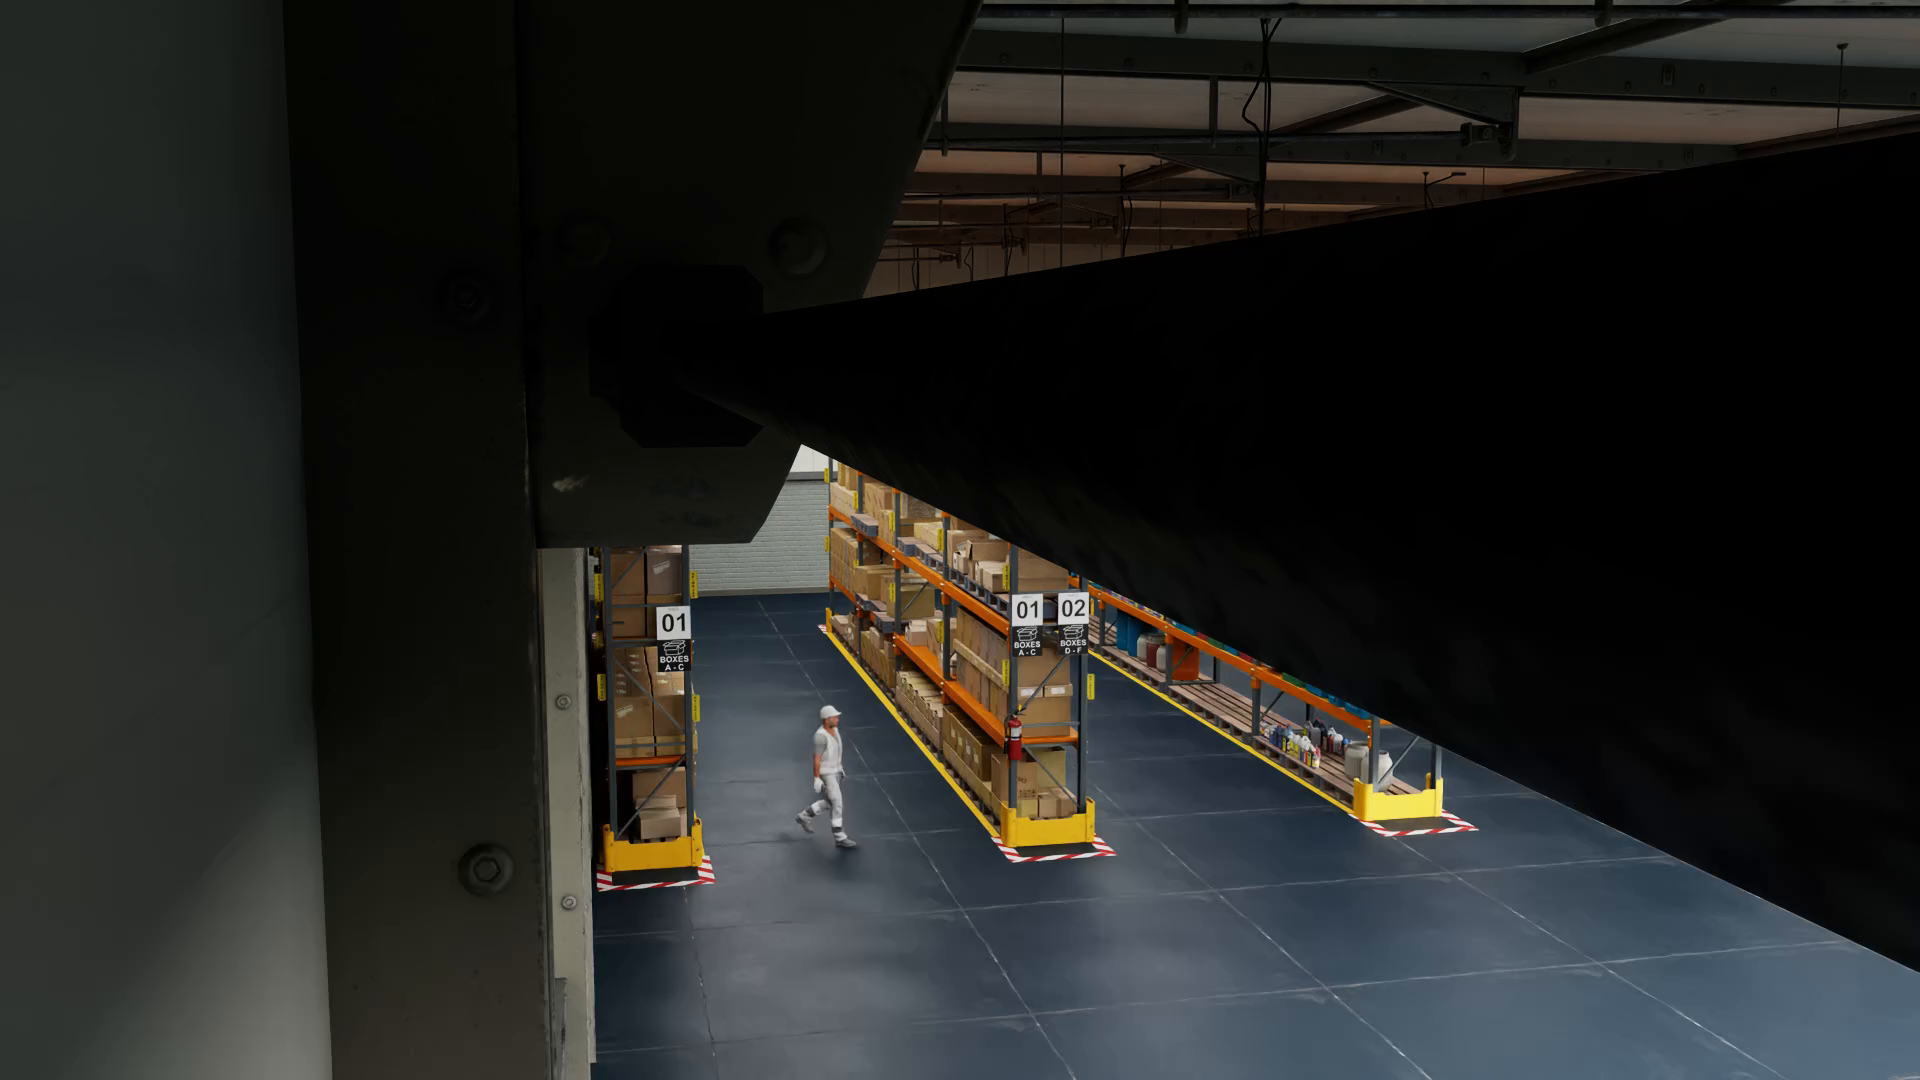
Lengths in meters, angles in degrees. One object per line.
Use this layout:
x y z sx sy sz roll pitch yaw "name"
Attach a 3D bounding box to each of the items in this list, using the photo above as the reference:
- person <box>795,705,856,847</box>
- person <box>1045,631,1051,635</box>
-1.687 2.957 21.057 0.910 1.764 0.612 2 7 20 "person"
1.849 1.350 35.330 0.649 1.603 0.696 0 7 0 "person"
